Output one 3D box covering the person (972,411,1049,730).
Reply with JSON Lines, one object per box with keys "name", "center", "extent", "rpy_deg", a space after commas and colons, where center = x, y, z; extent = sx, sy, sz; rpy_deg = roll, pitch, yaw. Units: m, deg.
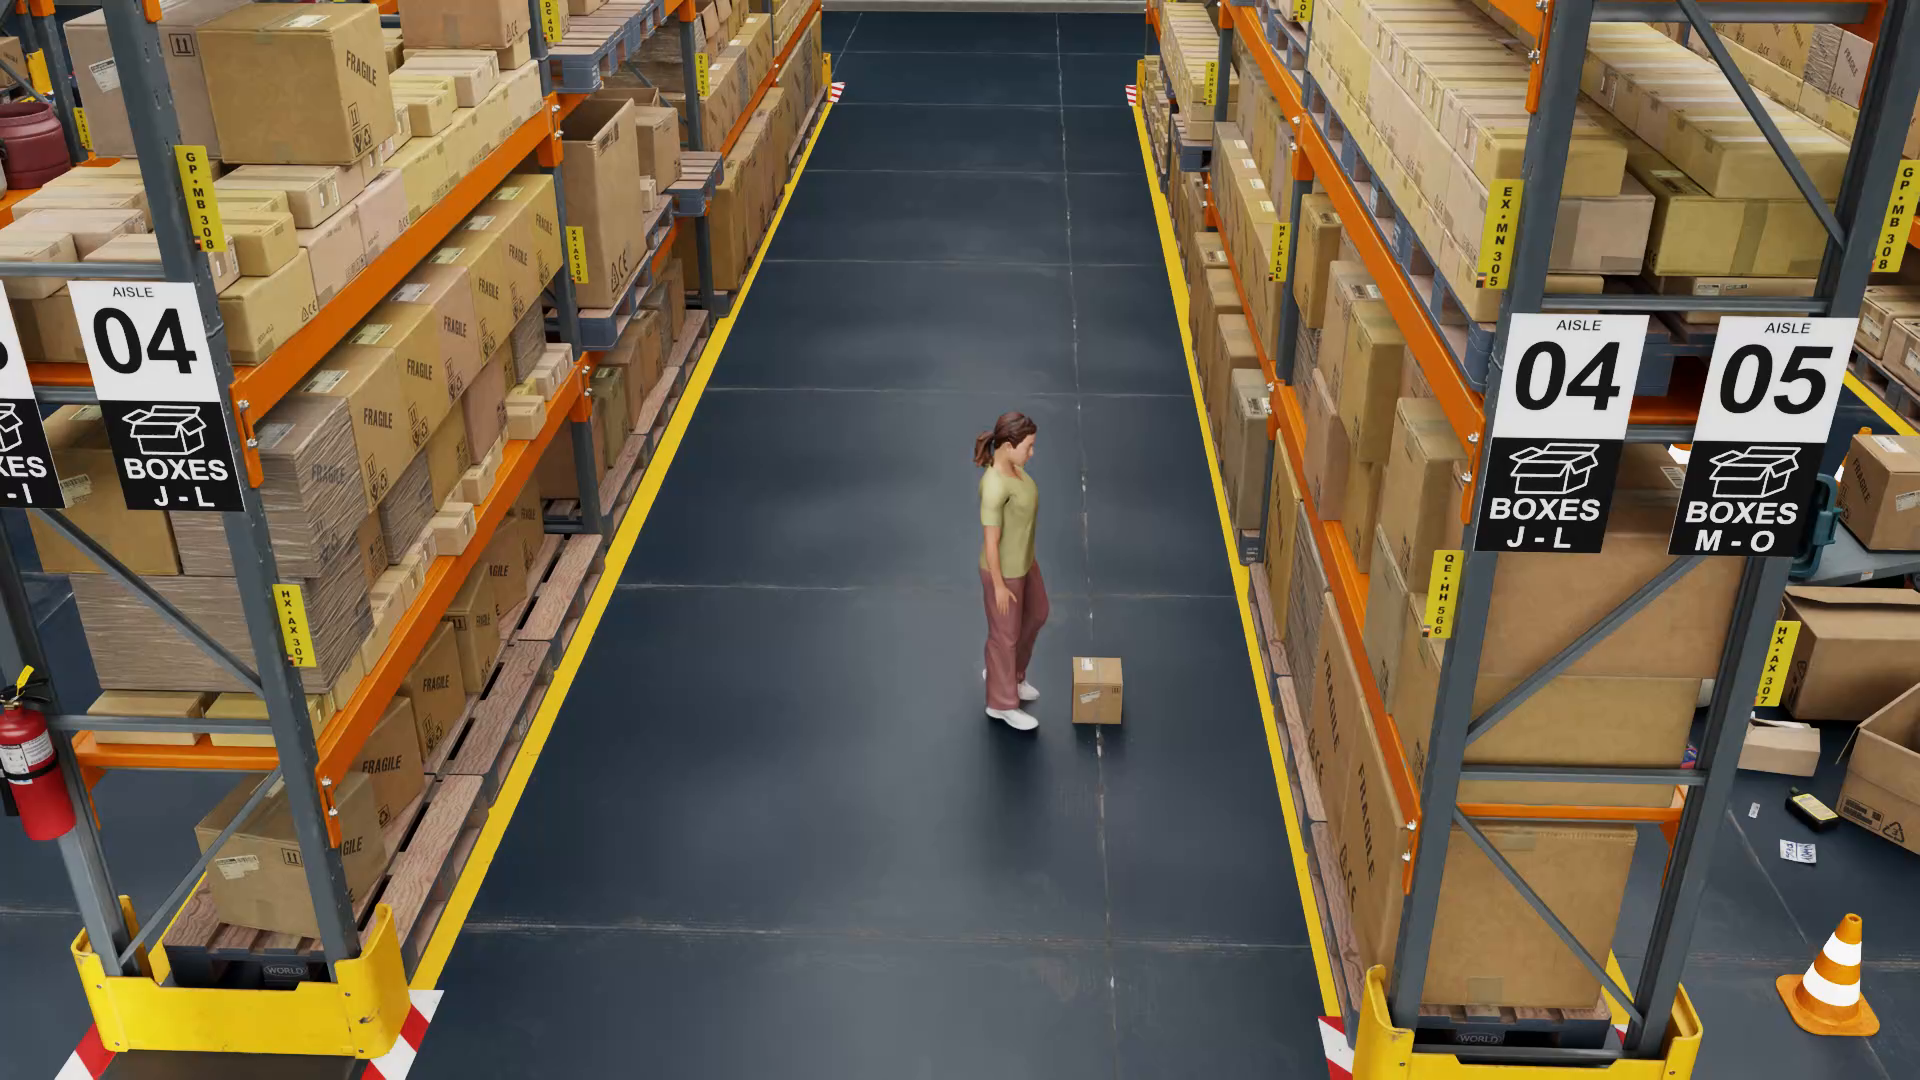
{"name": "person", "center": [0.242, 0.157, 8.314], "extent": [0.392, 1.703, 0.531], "rpy_deg": [6, 29, 12]}
